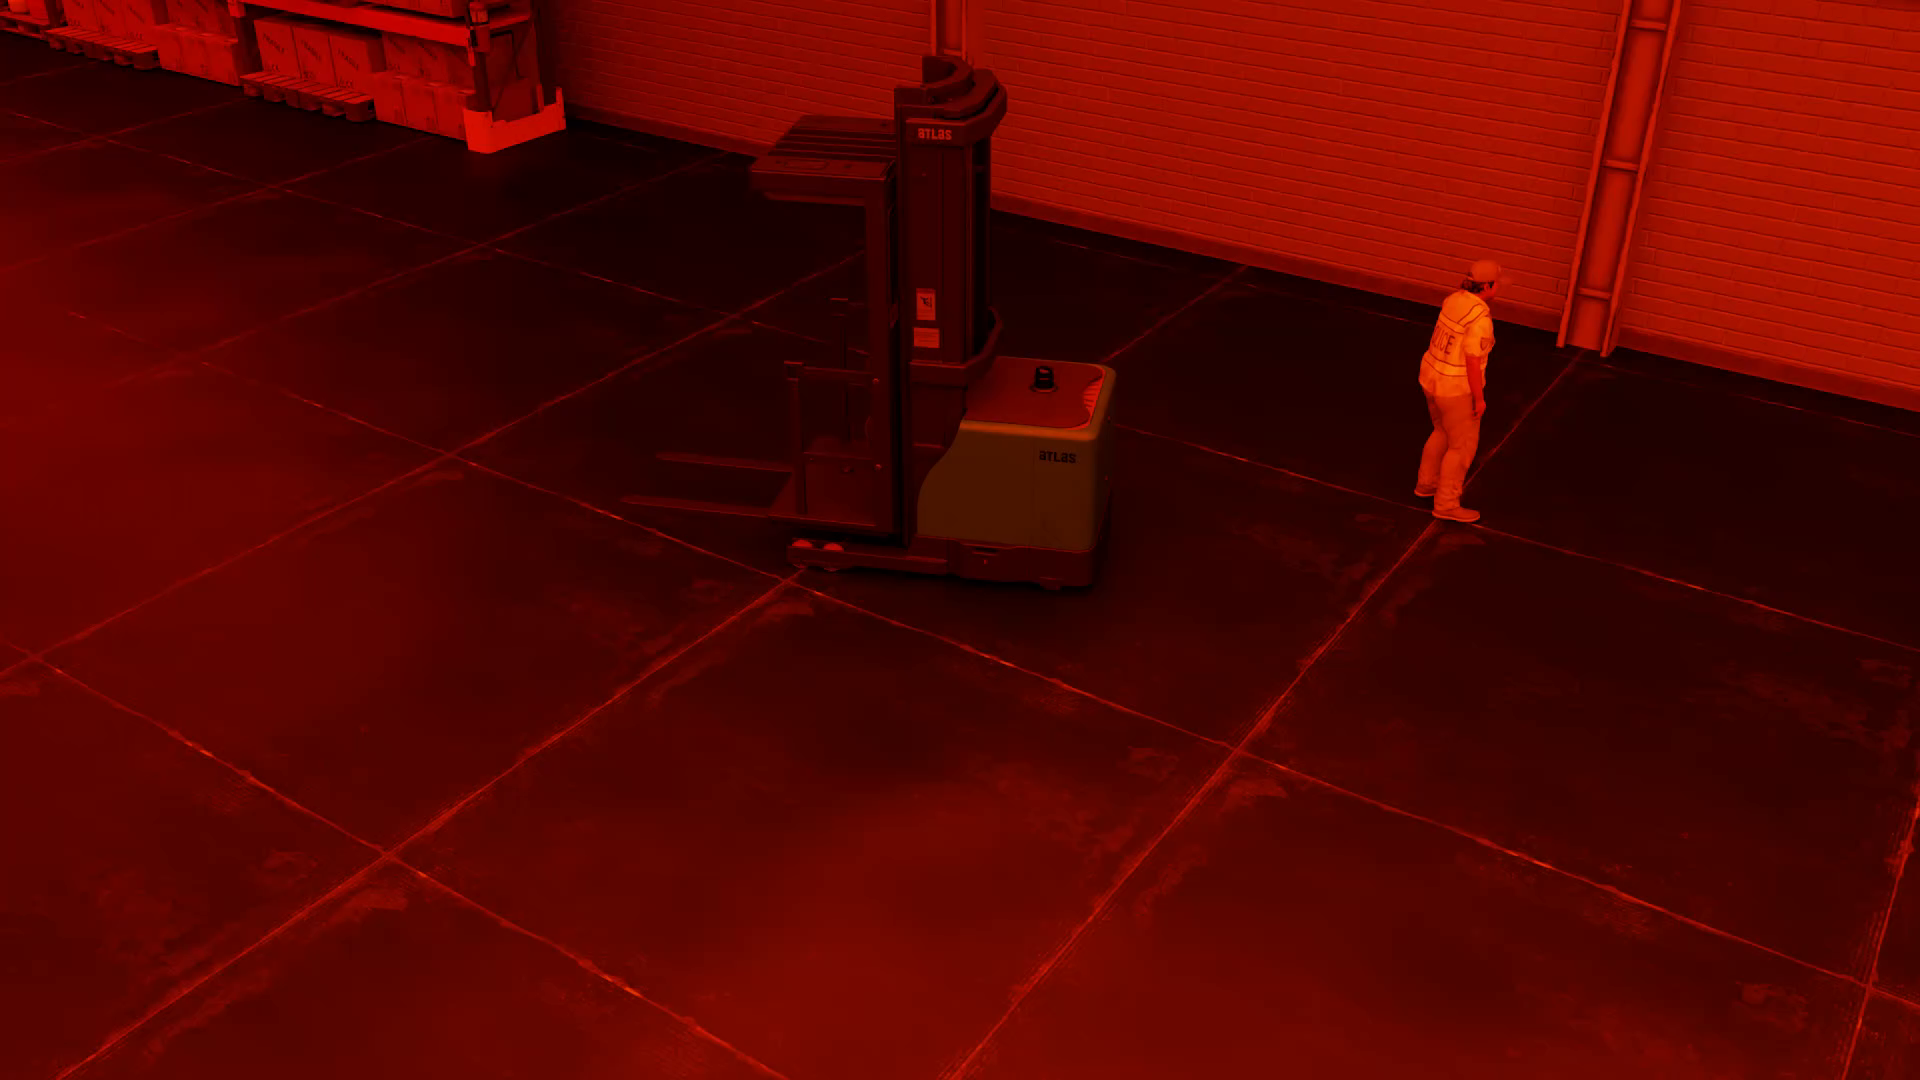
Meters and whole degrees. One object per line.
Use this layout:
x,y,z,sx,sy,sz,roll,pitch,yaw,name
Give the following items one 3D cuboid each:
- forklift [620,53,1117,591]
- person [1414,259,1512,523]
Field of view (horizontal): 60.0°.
-0.596,-1.330,9.871,3.031,2.935,1.130,6,31,10,forklift
3.160,-0.961,10.497,0.463,1.667,0.564,-5,31,-8,person
